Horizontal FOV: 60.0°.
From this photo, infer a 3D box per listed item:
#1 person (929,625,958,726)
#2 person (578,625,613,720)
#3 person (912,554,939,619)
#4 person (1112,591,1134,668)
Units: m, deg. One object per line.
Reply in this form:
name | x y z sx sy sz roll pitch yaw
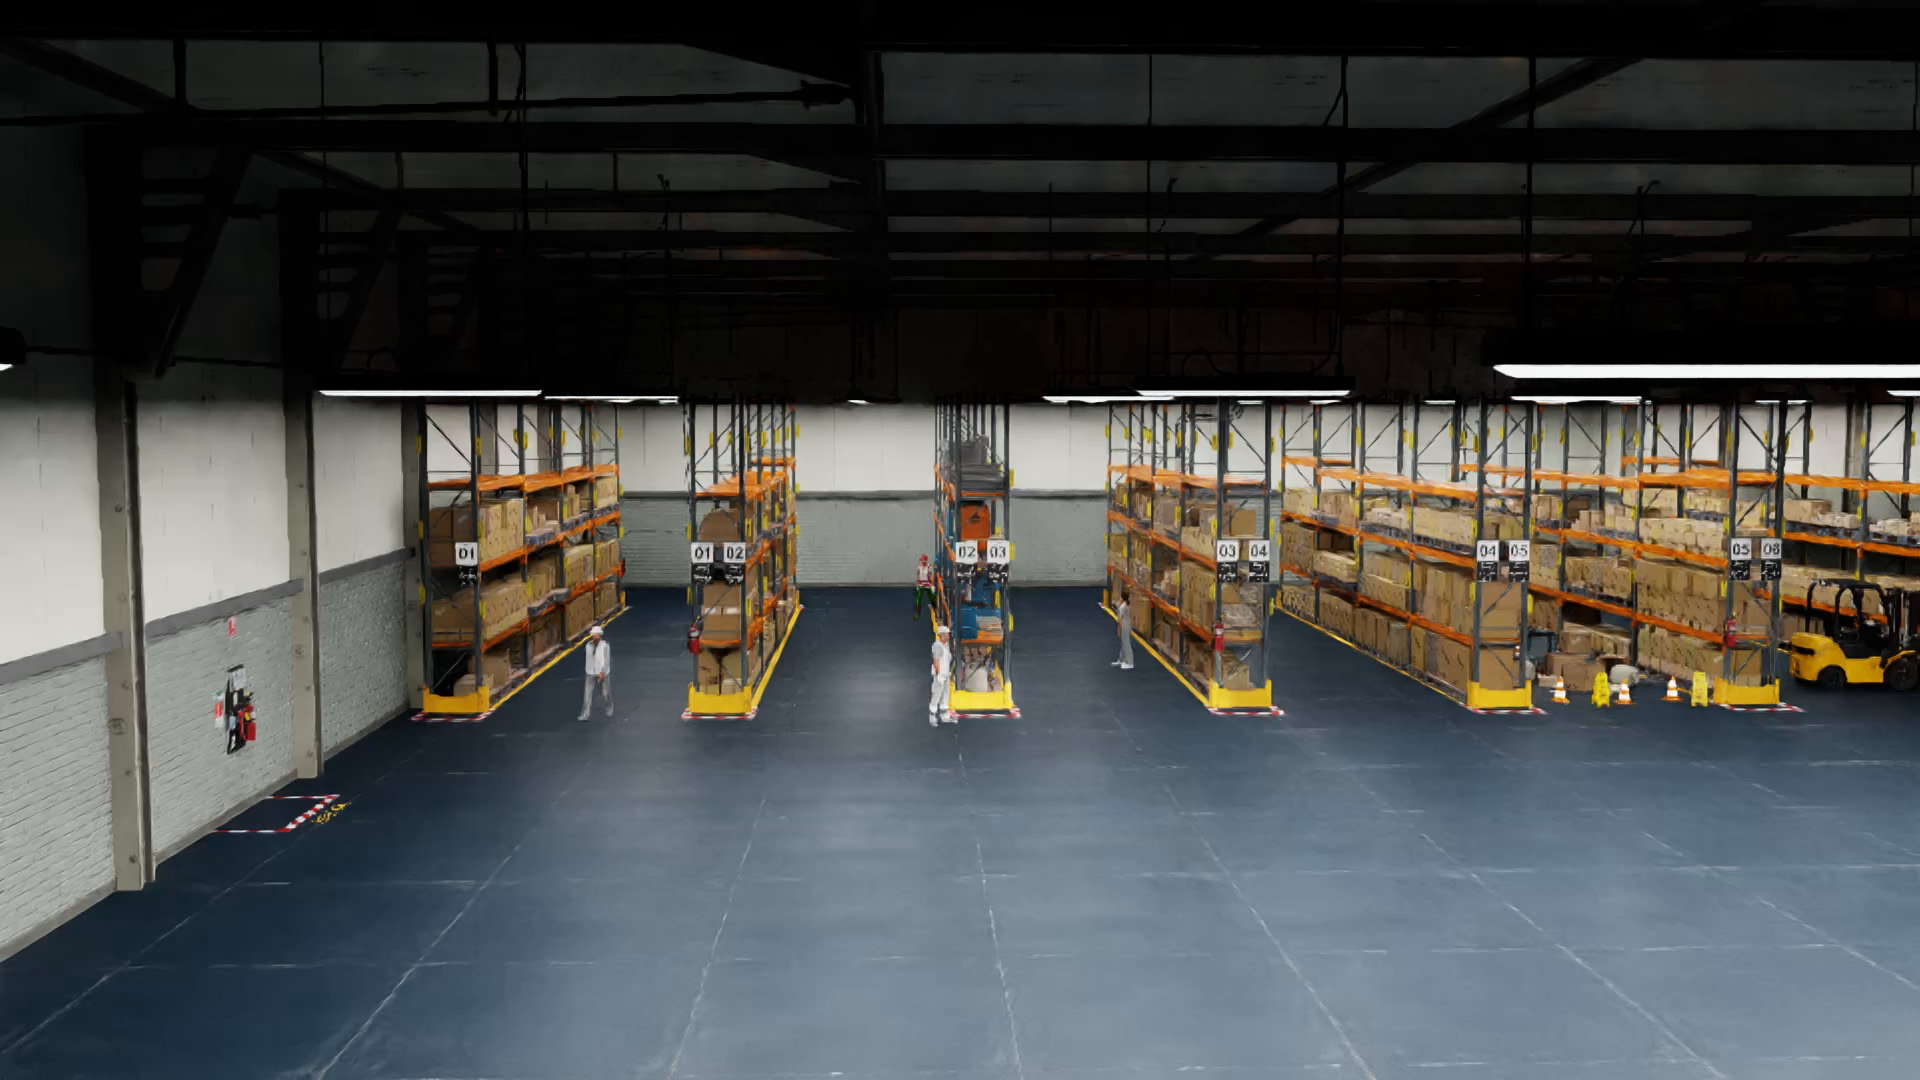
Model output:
person | -0.321 2.421 29.868 0.430 1.790 0.637 2 5 19
person | -6.643 2.417 30.426 0.540 1.712 0.969 1 5 7
person | -0.930 1.249 45.142 0.598 1.739 0.997 2 5 19
person | 3.586 1.950 36.503 0.577 1.665 0.560 2 5 24
